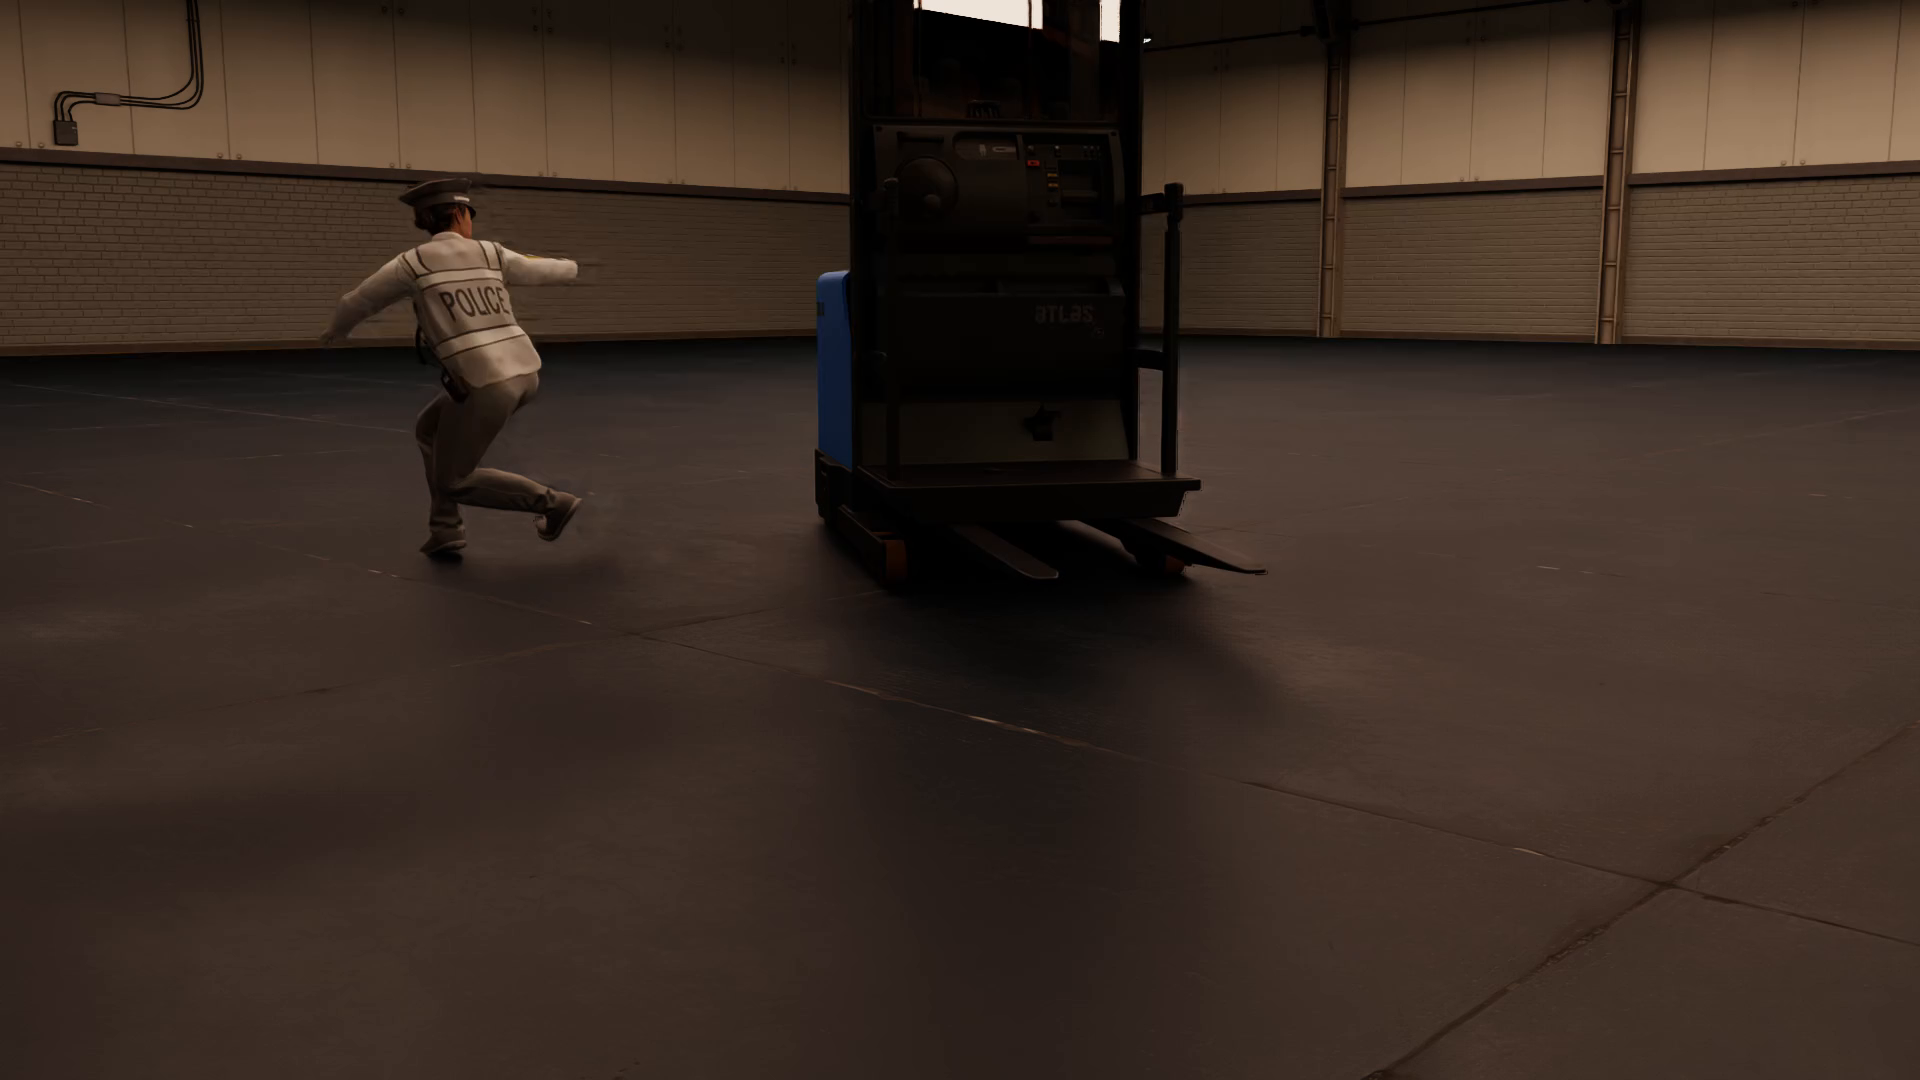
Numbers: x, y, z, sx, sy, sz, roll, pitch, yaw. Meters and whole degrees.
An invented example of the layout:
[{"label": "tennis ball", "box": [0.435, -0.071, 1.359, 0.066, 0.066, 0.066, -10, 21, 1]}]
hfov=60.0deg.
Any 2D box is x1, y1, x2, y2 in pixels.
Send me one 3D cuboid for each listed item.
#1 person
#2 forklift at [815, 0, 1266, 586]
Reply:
[{"label": "person", "box": [-1.883, -0.636, 6.295, 1.047, 1.424, 0.760, 5, 10, 30]}, {"label": "forklift", "box": [0.194, -1.352, 5.856, 1.130, 2.935, 3.031, -2, 9, -13]}]
